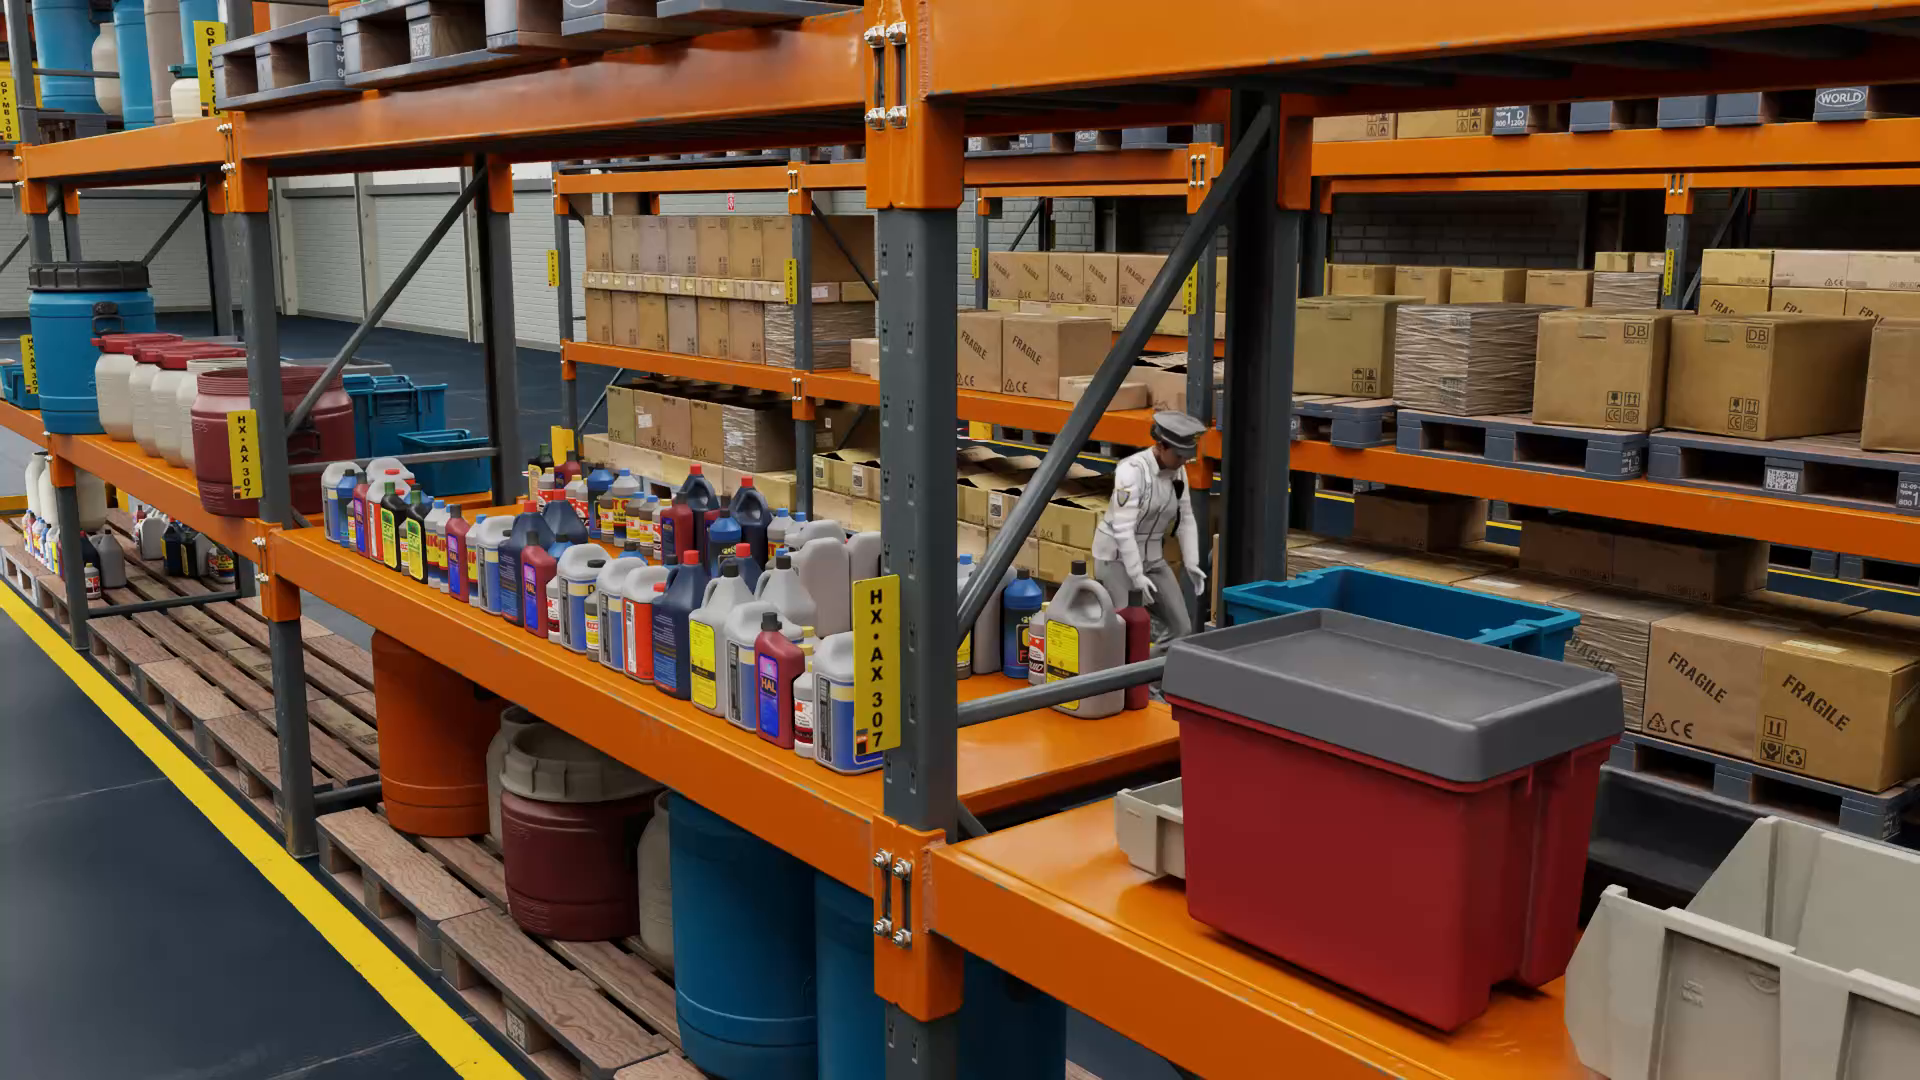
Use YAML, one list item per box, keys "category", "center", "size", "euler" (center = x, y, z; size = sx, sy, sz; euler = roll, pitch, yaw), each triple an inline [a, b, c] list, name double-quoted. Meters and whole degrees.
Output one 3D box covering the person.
- category: "person"
  center: [0.936, 0.130, 8.122]
  size: [0.523, 1.542, 0.569]
  euler: [-8, 14, -37]
